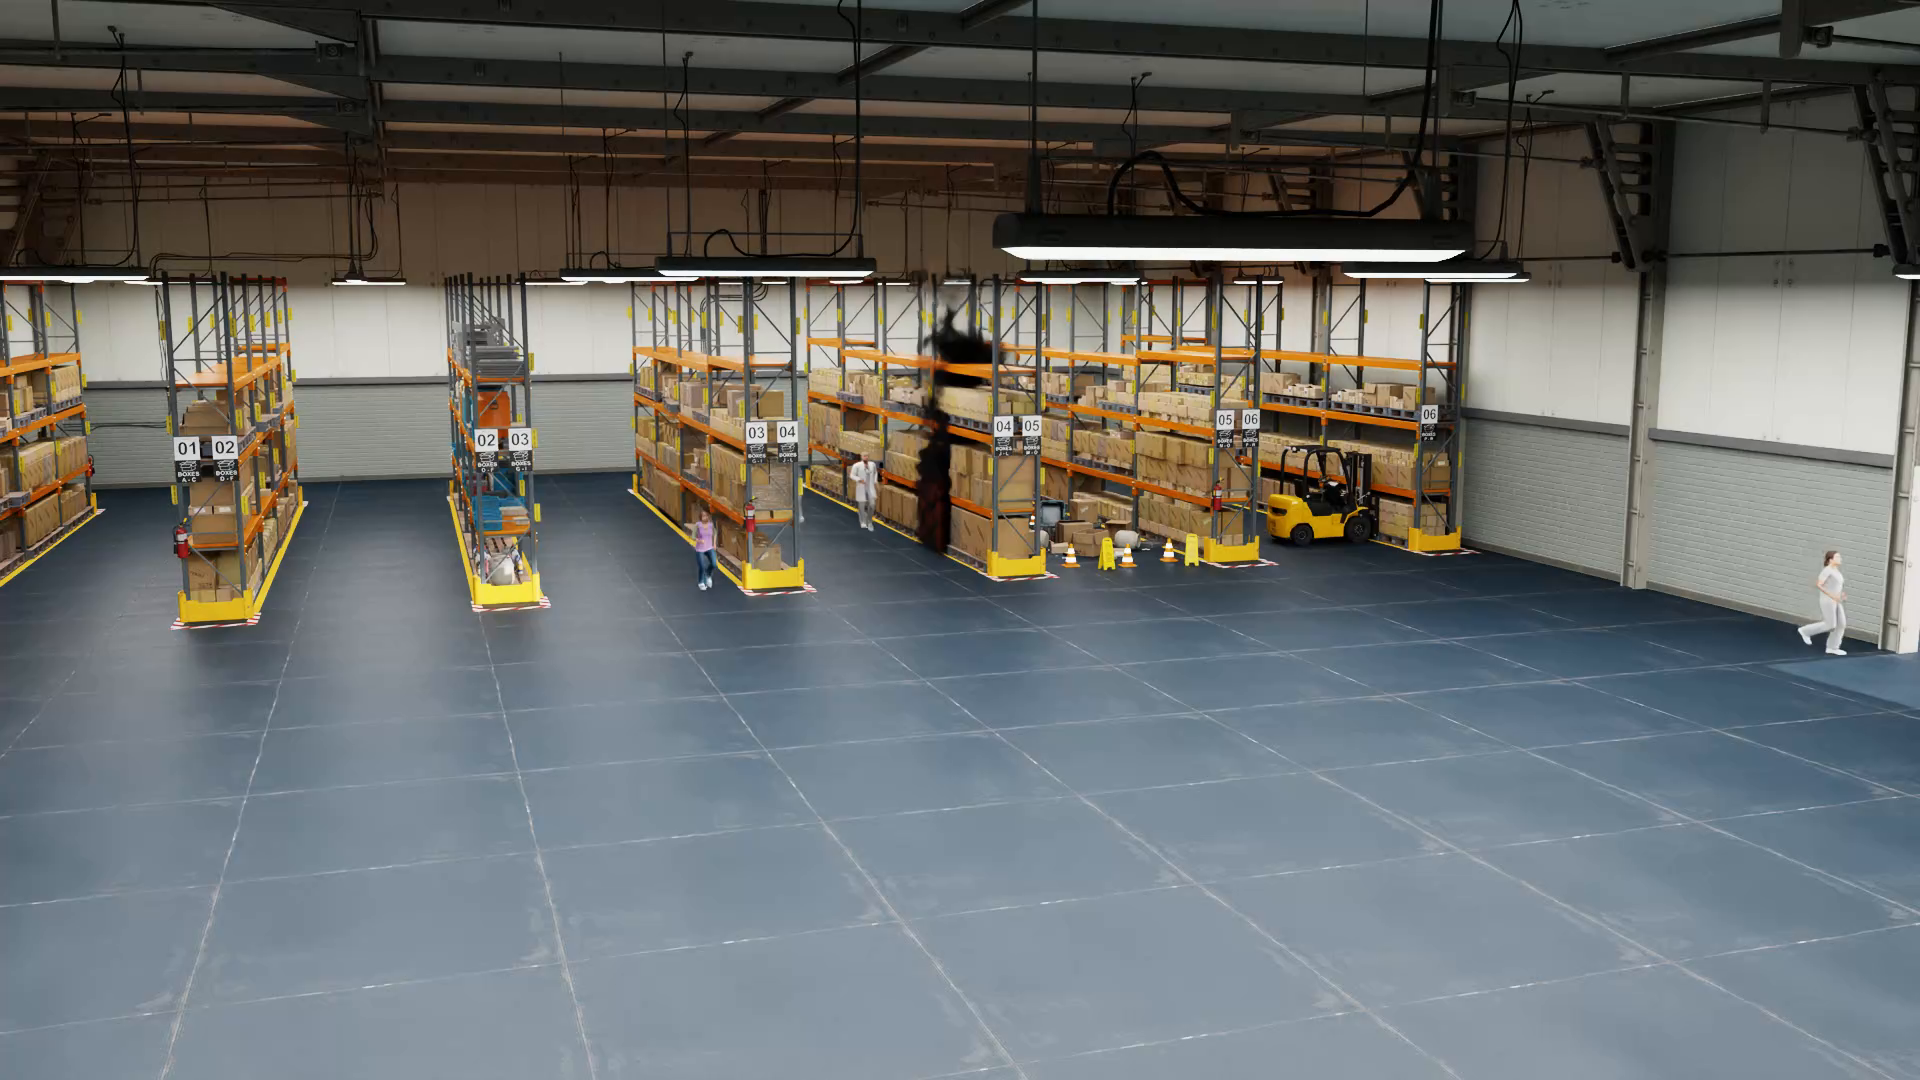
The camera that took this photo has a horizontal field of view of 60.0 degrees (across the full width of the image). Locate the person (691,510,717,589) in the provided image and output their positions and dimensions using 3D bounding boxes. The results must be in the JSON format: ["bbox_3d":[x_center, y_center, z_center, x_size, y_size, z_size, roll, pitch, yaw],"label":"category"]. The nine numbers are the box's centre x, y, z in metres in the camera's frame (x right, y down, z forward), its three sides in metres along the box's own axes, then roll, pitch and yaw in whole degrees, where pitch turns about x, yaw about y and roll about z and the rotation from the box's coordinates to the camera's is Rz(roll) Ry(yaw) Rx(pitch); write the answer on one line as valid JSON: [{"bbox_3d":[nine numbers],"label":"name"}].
[{"bbox_3d":[-4.845,0.193,31.663,0.553,1.549,0.665,-4,10,-25],"label":"person"}]

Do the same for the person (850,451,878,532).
[{"bbox_3d":[-2.142,-1.091,37.742,0.703,1.822,0.727,-3,9,-19],"label":"person"}]

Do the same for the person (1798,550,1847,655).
[{"bbox_3d":[13.685,0.966,26.252,0.582,1.638,0.727,-8,11,-41],"label":"person"}]

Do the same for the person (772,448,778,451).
[{"bbox_3d":[-5.565,-2.283,47.597,0.627,1.616,0.942,3,9,21],"label":"person"}]

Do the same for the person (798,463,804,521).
[{"bbox_3d":[-3.897,-1.243,39.210,0.545,1.615,0.834,-5,10,-30],"label":"person"}]
